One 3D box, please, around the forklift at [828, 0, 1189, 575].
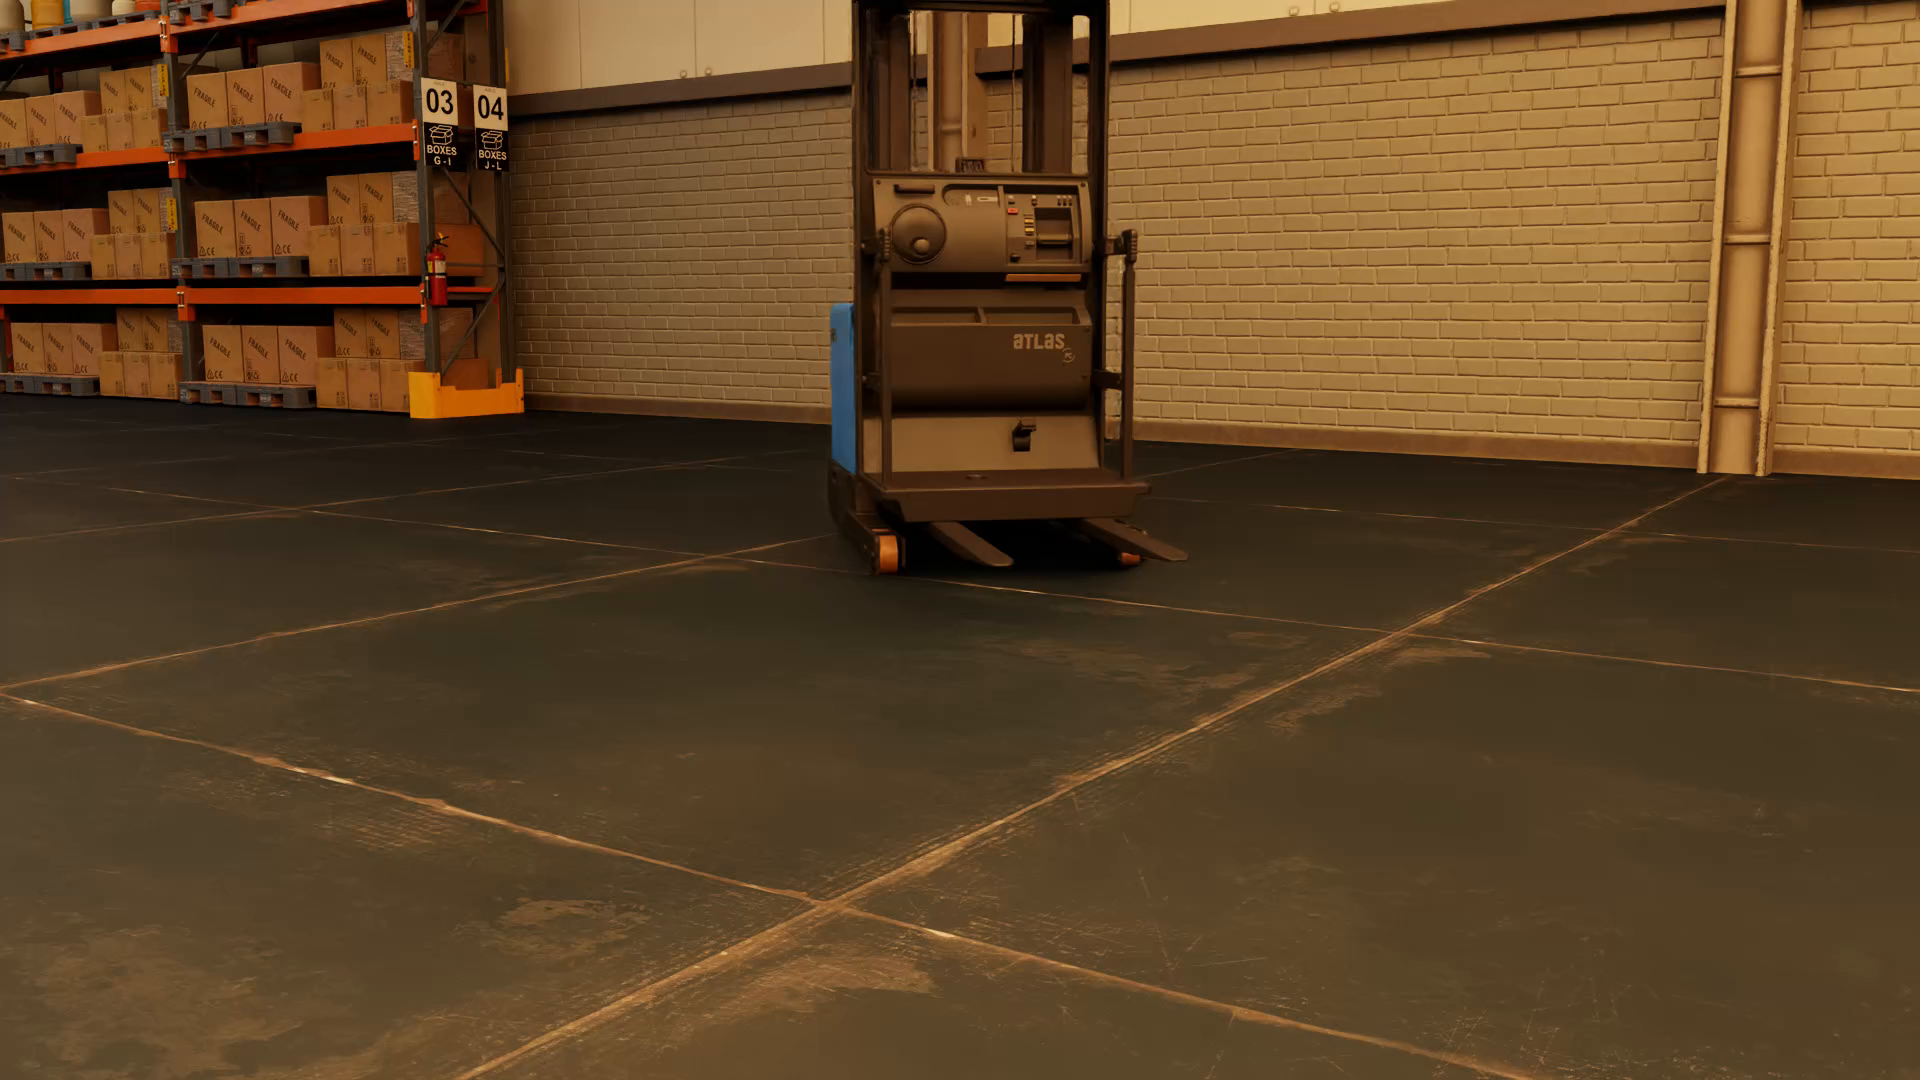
[{"bbox_3d":[0.140,-1.366,6.796,1.130,2.935,3.031,-2,8,-11],"label":"forklift"}]
